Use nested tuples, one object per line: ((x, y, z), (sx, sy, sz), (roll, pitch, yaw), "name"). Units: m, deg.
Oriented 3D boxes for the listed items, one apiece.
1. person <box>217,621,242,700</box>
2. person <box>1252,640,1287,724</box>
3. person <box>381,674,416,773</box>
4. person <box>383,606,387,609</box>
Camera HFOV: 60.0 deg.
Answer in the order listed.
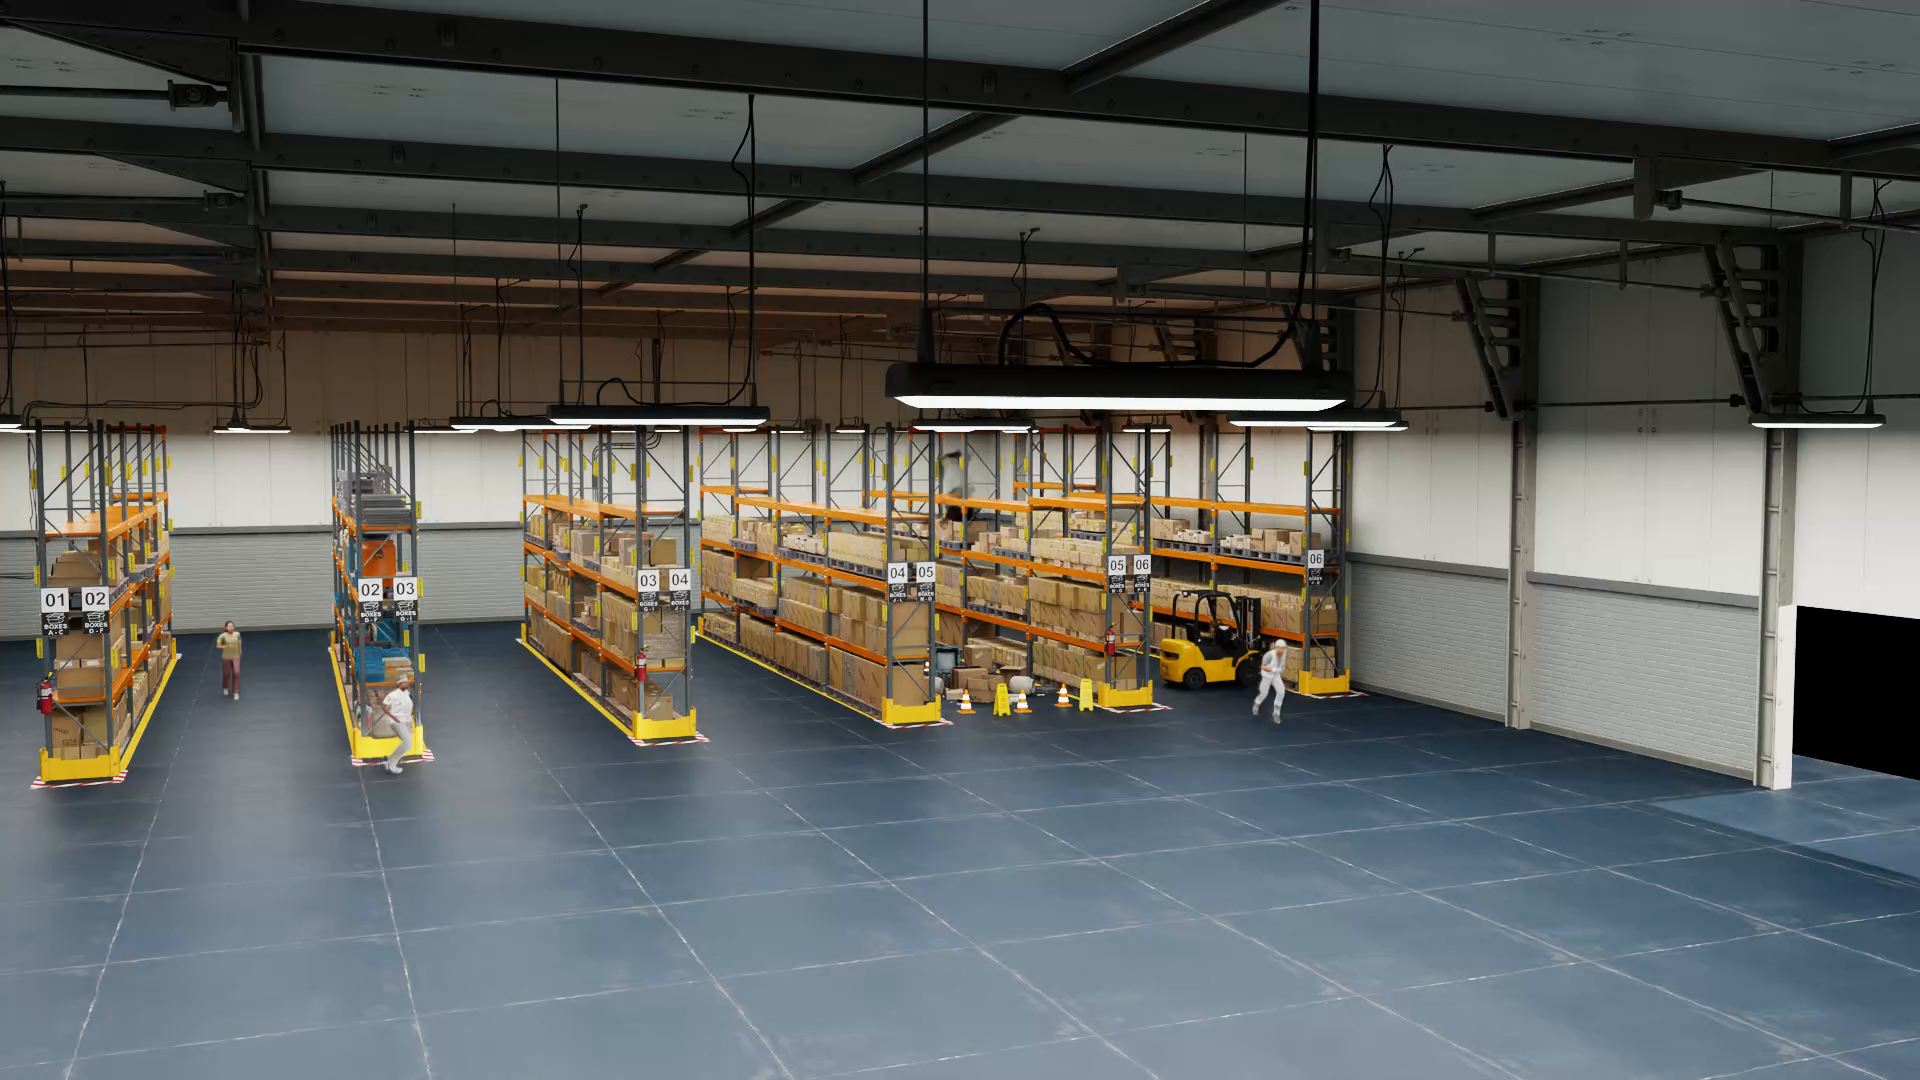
((-15.924, 2.600, 36.258), (0.553, 1.697, 0.909), (-3, 4, -35), "person")
((6.245, 2.821, 33.436), (0.707, 1.722, 1.028), (-2, 4, -26), "person")
((-9.500, 3.113, 28.315), (0.537, 1.658, 0.613), (1, 4, 15), "person")
((-16.038, 2.028, 45.722), (0.835, 1.770, 0.743), (-1, 4, -10), "person")
